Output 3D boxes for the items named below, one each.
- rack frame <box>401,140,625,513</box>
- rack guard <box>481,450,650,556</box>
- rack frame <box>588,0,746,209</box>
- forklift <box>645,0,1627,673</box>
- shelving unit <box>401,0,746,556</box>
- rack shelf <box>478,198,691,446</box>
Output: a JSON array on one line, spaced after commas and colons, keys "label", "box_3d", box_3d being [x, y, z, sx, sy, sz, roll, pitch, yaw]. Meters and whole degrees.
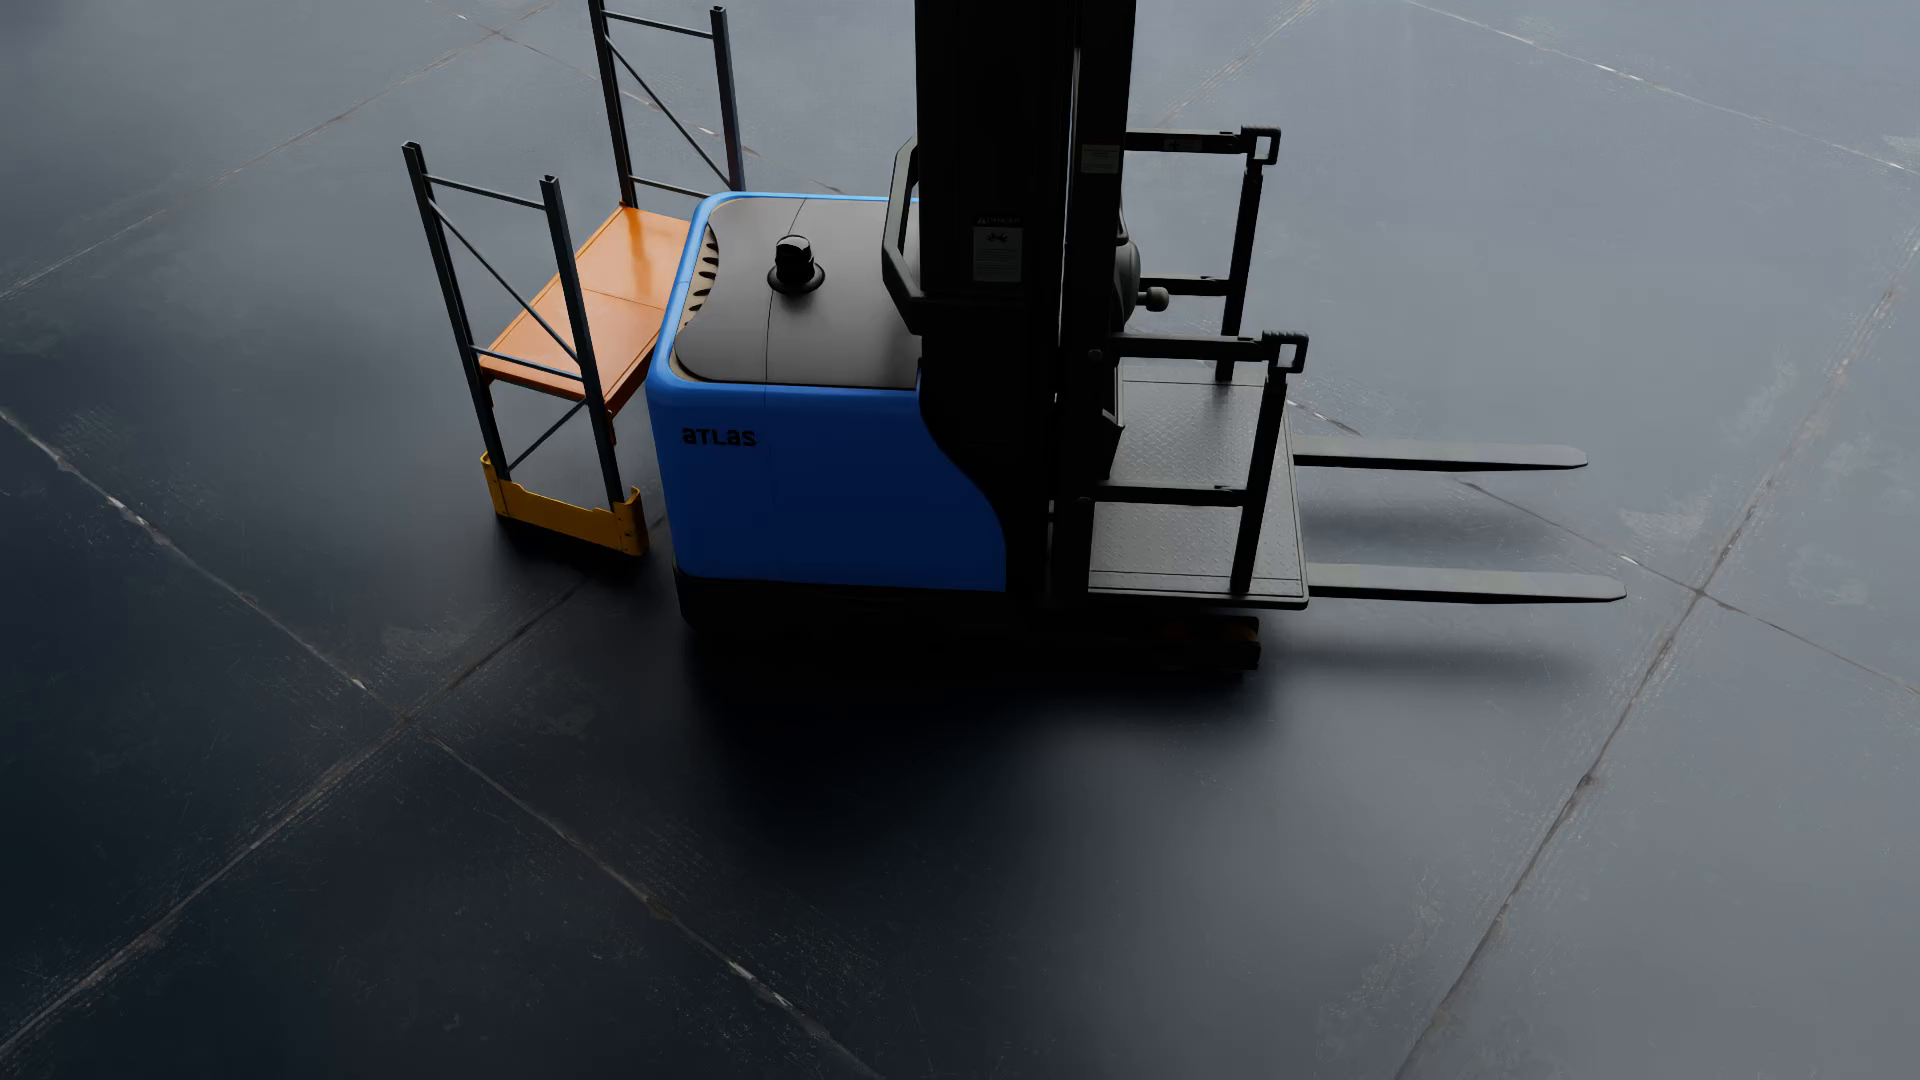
[{"label": "rack frame", "box_3d": [-1.360, -0.552, 5.240, 0.500, 1.500, 0.032, 16, 48, 15]}, {"label": "rack guard", "box_3d": [-1.353, -0.133, 5.704, 0.587, 0.250, 0.087, 16, 48, 15]}, {"label": "rack frame", "box_3d": [-0.983, -1.235, 5.892, 0.500, 1.500, 0.032, 16, 48, 15]}, {"label": "forklift", "box_3d": [0.624, -0.985, 4.664, 3.031, 2.935, 1.130, 2, 46, 2]}, {"label": "shelving unit", "box_3d": [-1.168, -0.899, 5.572, 0.587, 1.500, 1.083, 16, 48, 15]}, {"label": "rack shelf", "box_3d": [-1.172, -0.769, 5.696, 0.538, 0.185, 1.000, 16, 48, 15]}]
